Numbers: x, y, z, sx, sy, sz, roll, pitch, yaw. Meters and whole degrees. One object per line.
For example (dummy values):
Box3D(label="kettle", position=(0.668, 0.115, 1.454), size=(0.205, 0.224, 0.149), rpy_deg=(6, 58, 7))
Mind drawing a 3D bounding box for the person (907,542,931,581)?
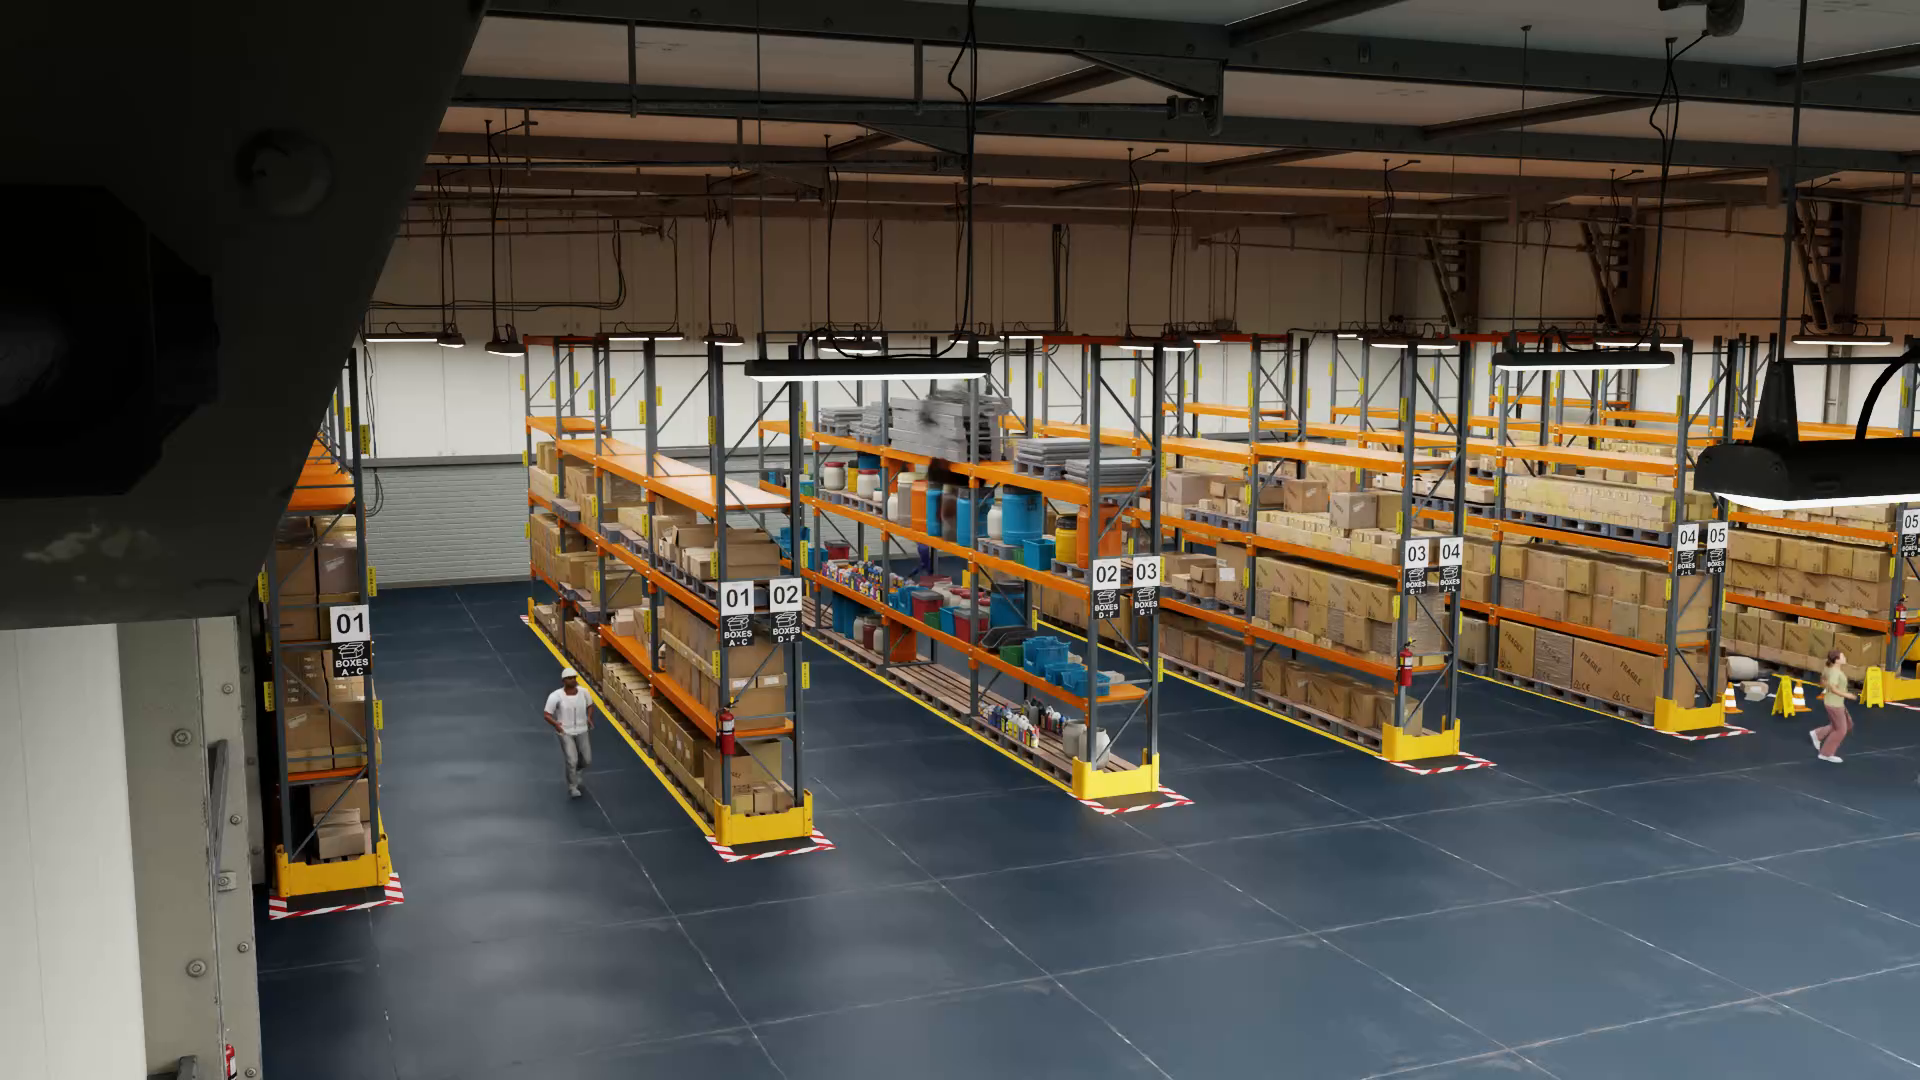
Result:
Box3D(label="person", position=(-0.856, 0.250, 39.604), size=(0.920, 1.649, 0.610), rpy_deg=(-3, 8, -22))

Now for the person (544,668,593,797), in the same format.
Box3D(label="person", position=(-5.162, 2.547, 22.121), size=(0.696, 1.718, 0.605), rpy_deg=(-5, 9, -32))

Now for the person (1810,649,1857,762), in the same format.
Box3D(label="person", position=(12.529, 2.366, 23.835), size=(0.561, 1.636, 0.617), rpy_deg=(3, 8, 24))
